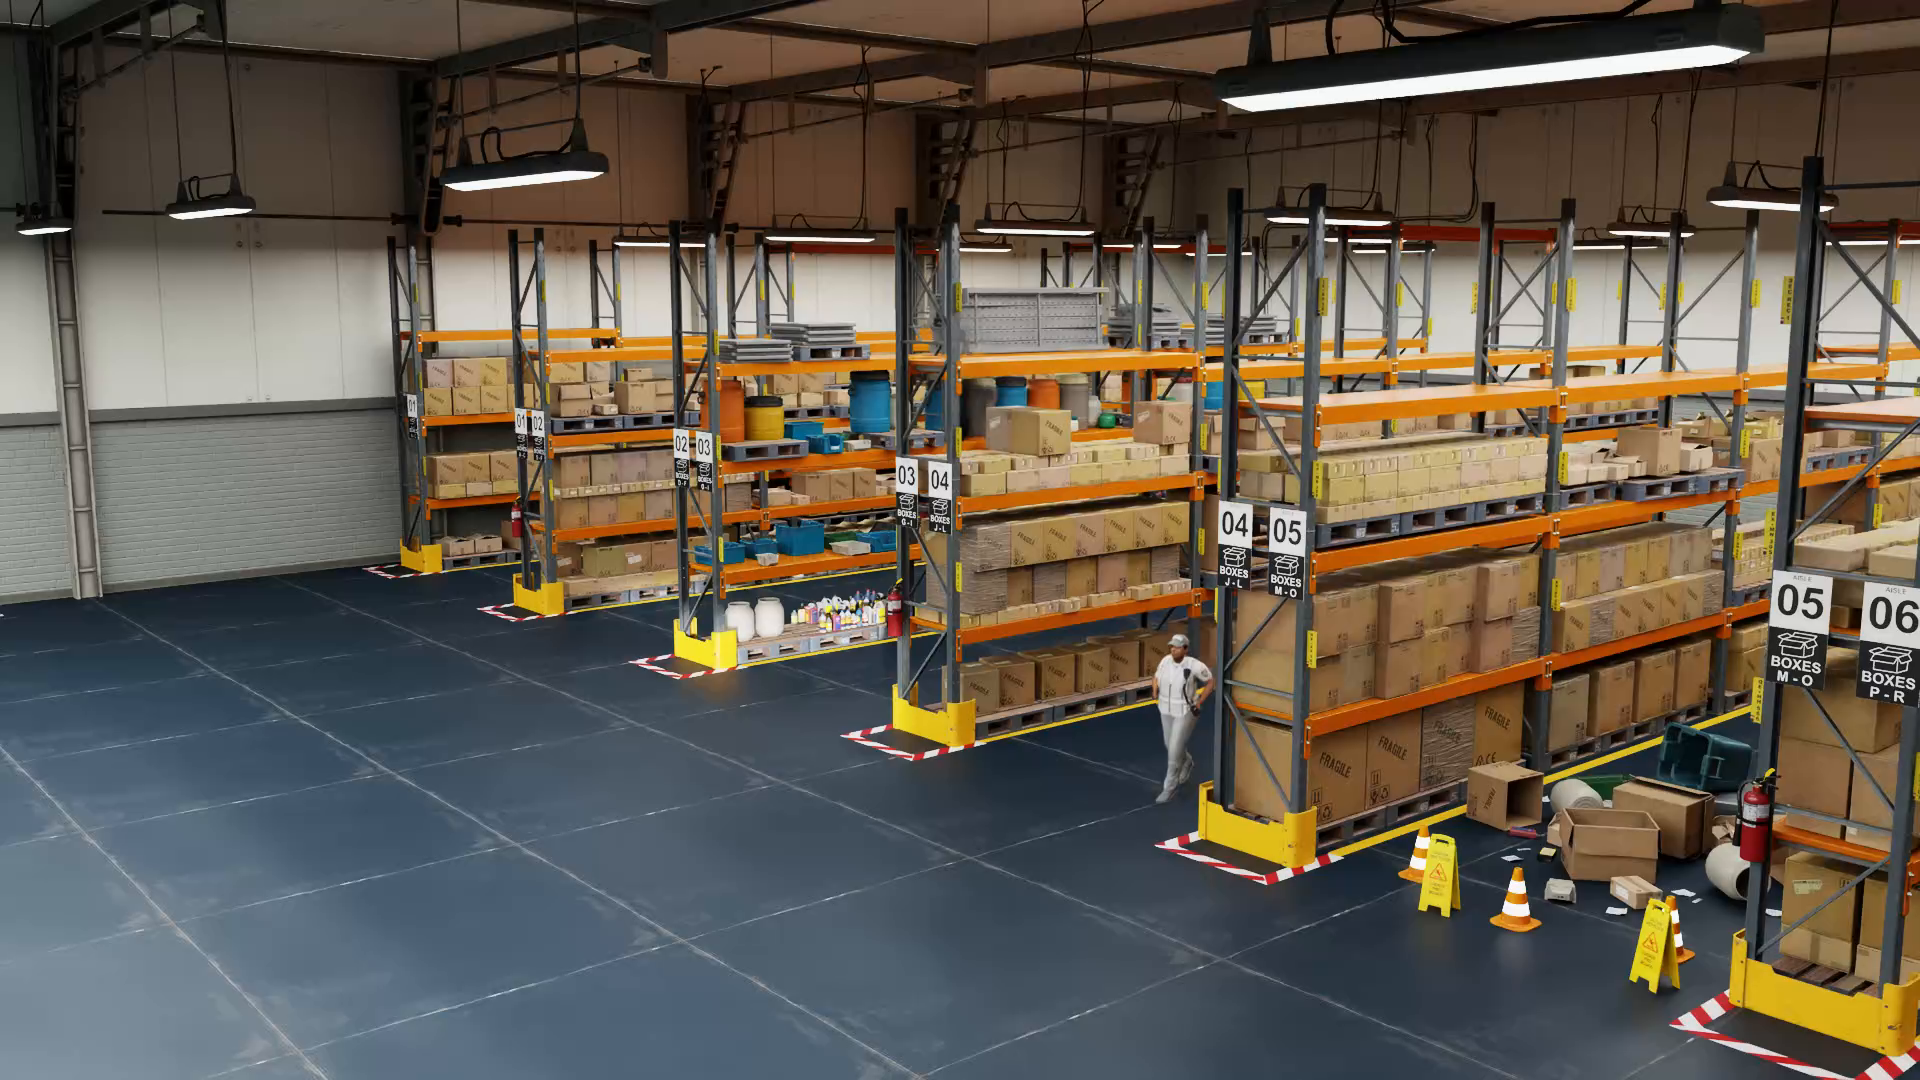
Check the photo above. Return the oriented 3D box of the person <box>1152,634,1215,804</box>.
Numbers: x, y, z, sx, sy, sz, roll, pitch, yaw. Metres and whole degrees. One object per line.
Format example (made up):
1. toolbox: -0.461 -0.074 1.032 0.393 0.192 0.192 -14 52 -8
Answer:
1. person: 2.241 1.773 16.880 0.616 1.701 0.828 7 11 40

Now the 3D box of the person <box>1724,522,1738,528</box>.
1. person: 11.502 0.514 24.916 0.956 1.684 0.567 -6 11 -34
